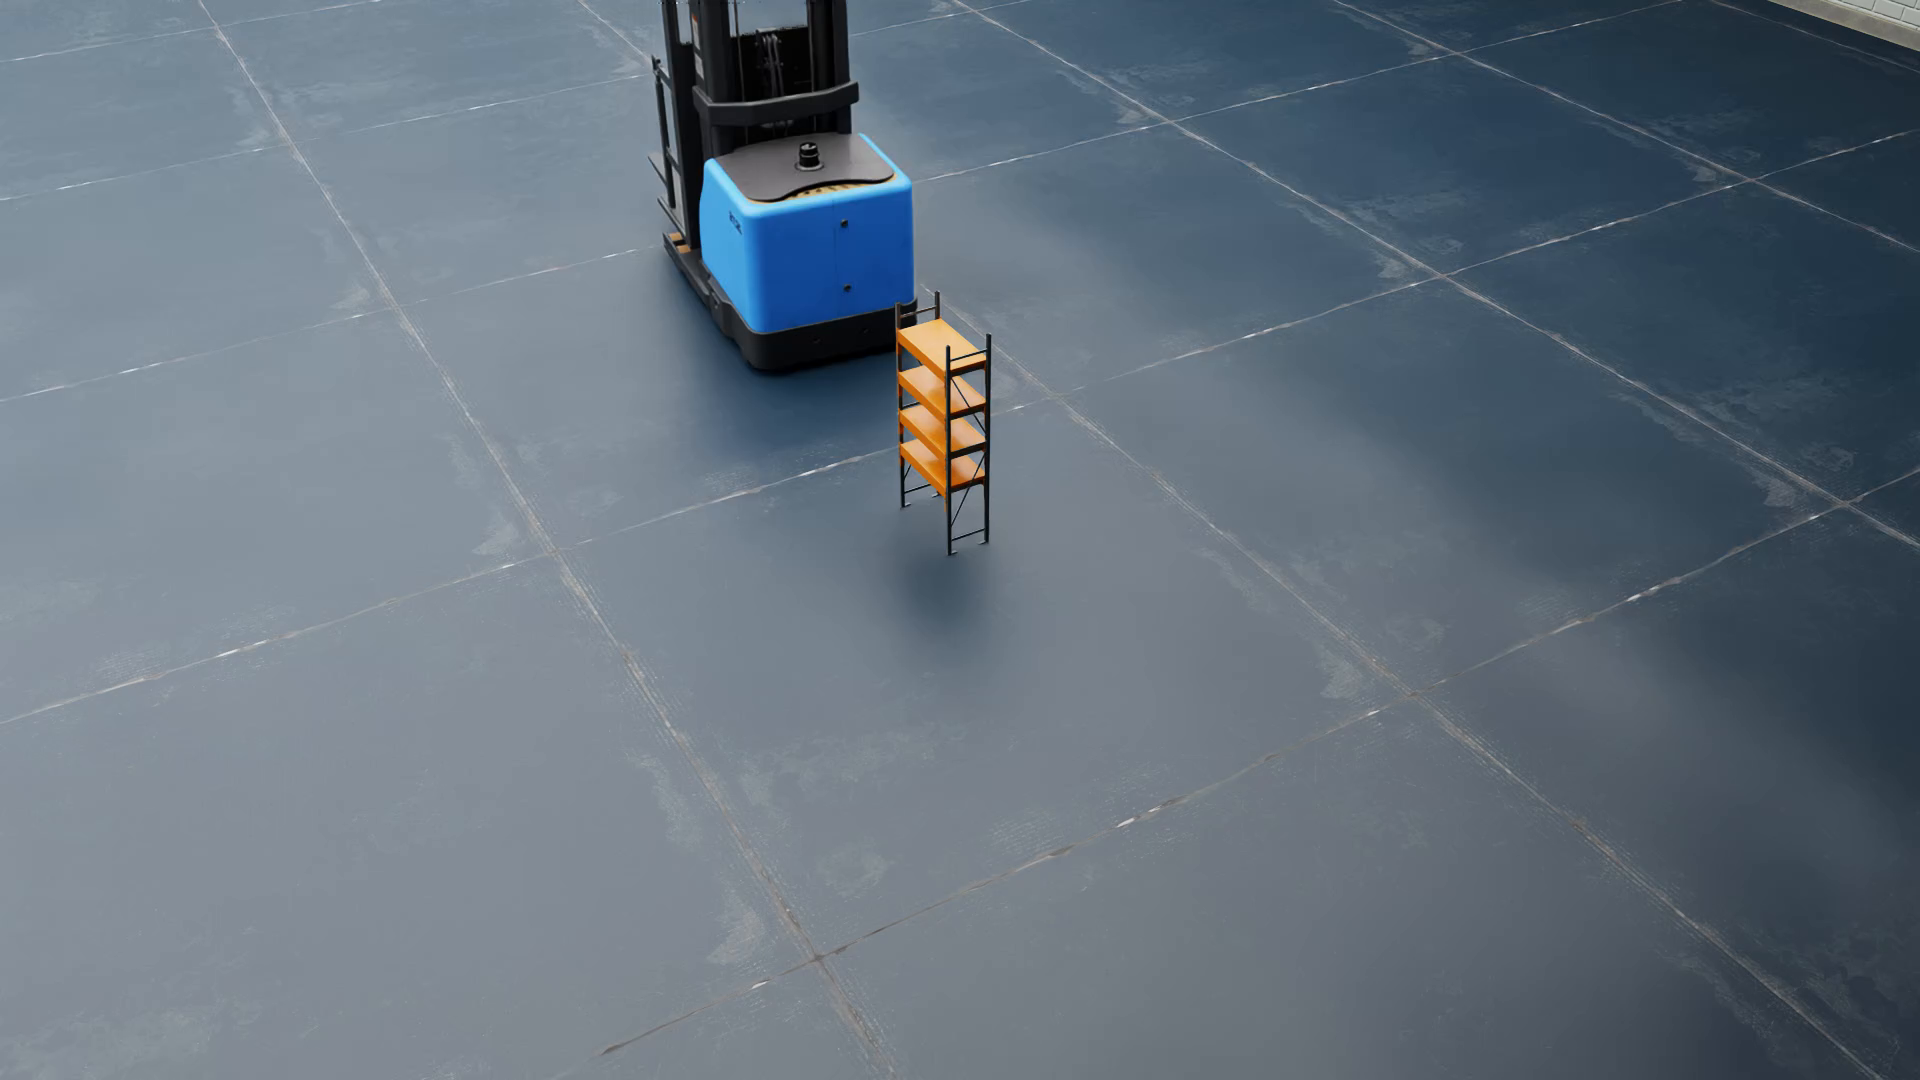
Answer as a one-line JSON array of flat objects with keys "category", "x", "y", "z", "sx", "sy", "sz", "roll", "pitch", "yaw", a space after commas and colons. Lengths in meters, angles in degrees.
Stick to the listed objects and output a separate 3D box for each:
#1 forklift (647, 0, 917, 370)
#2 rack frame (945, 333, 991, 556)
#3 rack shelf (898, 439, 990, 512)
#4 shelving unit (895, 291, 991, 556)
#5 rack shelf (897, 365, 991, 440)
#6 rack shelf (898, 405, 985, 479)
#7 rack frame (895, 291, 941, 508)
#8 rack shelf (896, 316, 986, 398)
[{"category": "forklift", "x": -1.315, "y": -3.042, "z": 10.157, "sx": 1.130, "sy": 2.935, "sz": 3.031, "roll": -15, "pitch": 39, "yaw": -19}, {"category": "rack frame", "x": 0.039, "y": -0.445, "z": 8.069, "sx": 0.240, "sy": 1.200, "sz": 0.015, "roll": -19, "pitch": 40, "yaw": -24}, {"category": "rack shelf", "x": -0.083, "y": -0.354, "z": 8.396, "sx": 0.258, "sy": 0.148, "sz": 0.480, "roll": -19, "pitch": 40, "yaw": -24}, {"category": "shelving unit", "x": -0.083, "y": -0.569, "z": 8.239, "sx": 0.258, "sy": 1.200, "sz": 0.503, "roll": -19, "pitch": 40, "yaw": -24}, {"category": "rack shelf", "x": -0.083, "y": -0.695, "z": 8.147, "sx": 0.258, "sy": 0.148, "sz": 0.480, "roll": -19, "pitch": 40, "yaw": -24}, {"category": "rack shelf", "x": -0.083, "y": -0.515, "z": 8.279, "sx": 0.258, "sy": 0.148, "sz": 0.480, "roll": -19, "pitch": 40, "yaw": -24}, {"category": "rack frame", "x": -0.206, "y": -0.693, "z": 8.409, "sx": 0.240, "sy": 1.200, "sz": 0.015, "roll": -19, "pitch": 40, "yaw": -24}, {"category": "rack shelf", "x": -0.083, "y": -0.886, "z": 8.007, "sx": 0.258, "sy": 0.148, "sz": 0.480, "roll": -19, "pitch": 40, "yaw": -24}]
